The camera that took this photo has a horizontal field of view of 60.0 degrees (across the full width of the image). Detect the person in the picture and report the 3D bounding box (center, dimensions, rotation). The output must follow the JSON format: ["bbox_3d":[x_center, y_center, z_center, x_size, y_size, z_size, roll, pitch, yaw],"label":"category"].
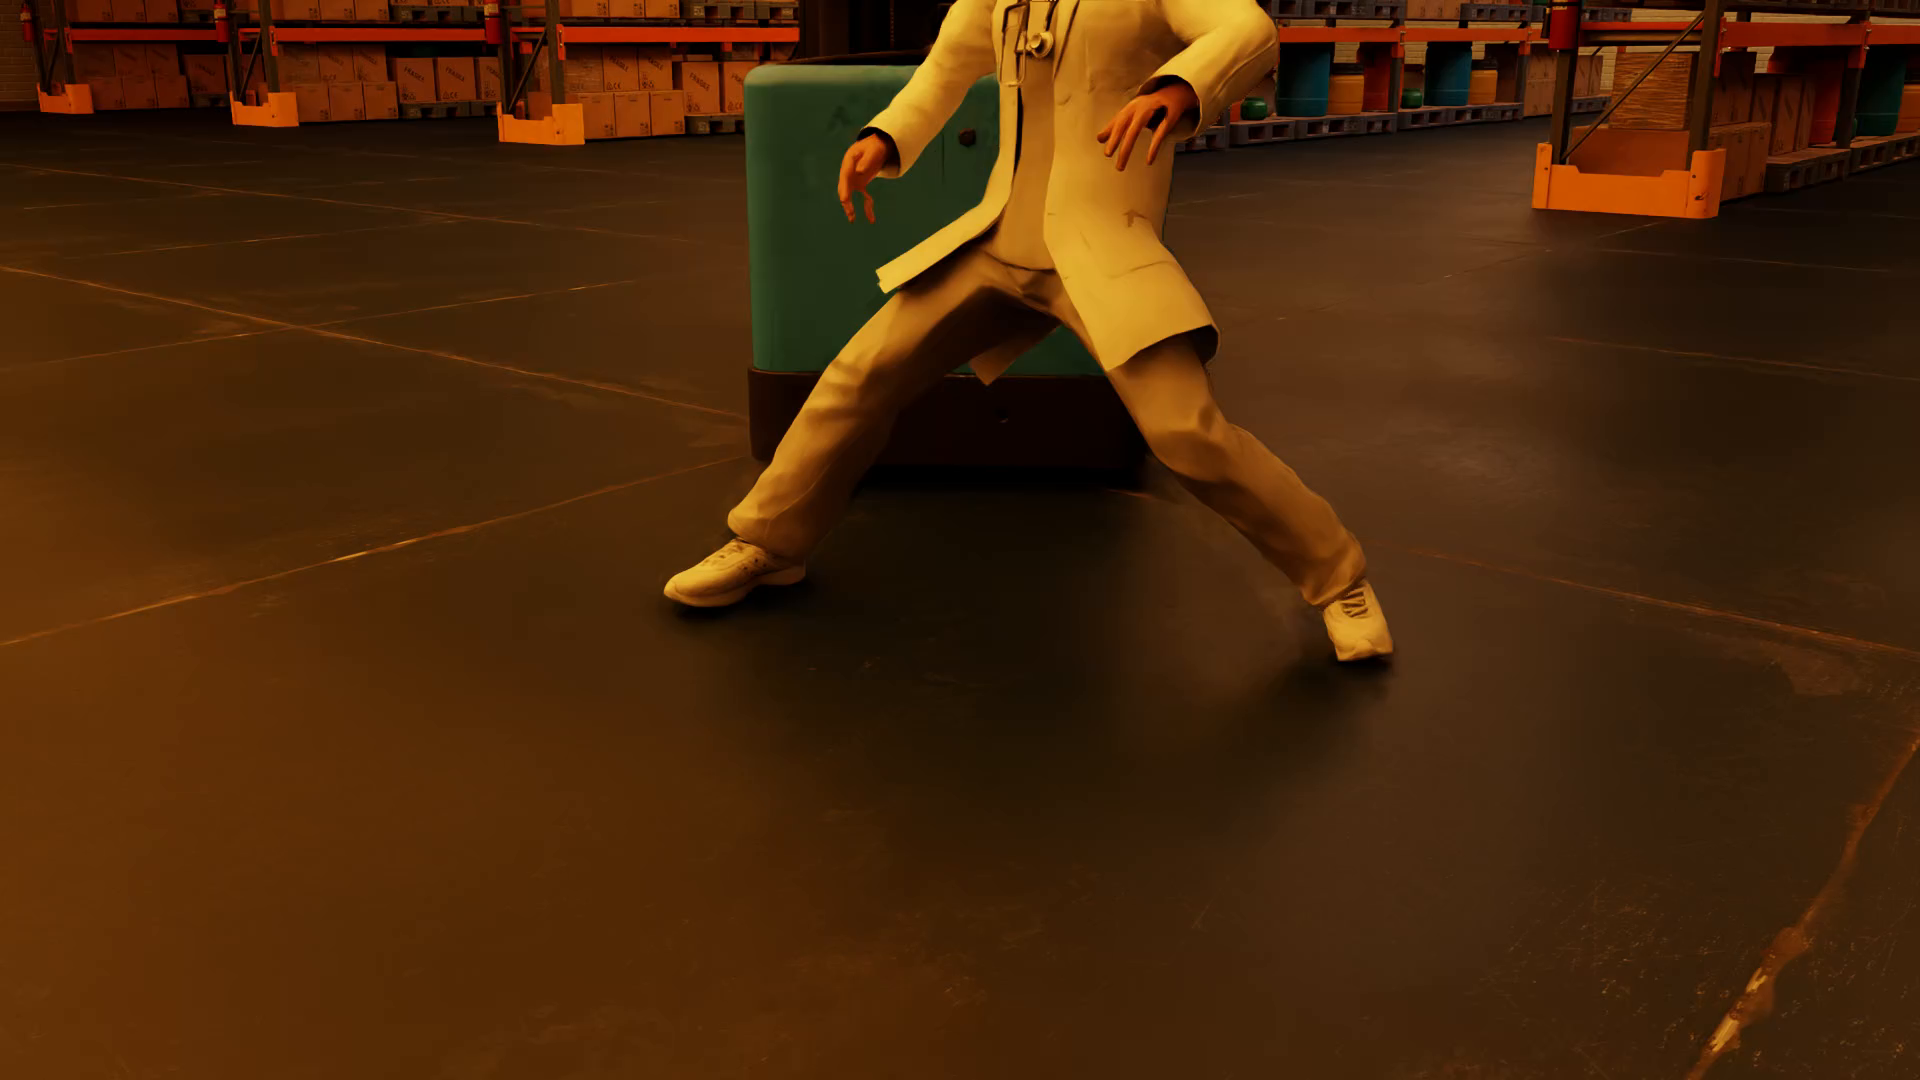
[{"bbox_3d":[0.157,-0.572,3.148,1.023,1.568,1.268,-16,23,-42],"label":"person"}]

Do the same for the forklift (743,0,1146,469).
[{"bbox_3d":[0.056,-1.964,5.367,1.130,2.935,3.031,1,17,4],"label":"forklift"}]
